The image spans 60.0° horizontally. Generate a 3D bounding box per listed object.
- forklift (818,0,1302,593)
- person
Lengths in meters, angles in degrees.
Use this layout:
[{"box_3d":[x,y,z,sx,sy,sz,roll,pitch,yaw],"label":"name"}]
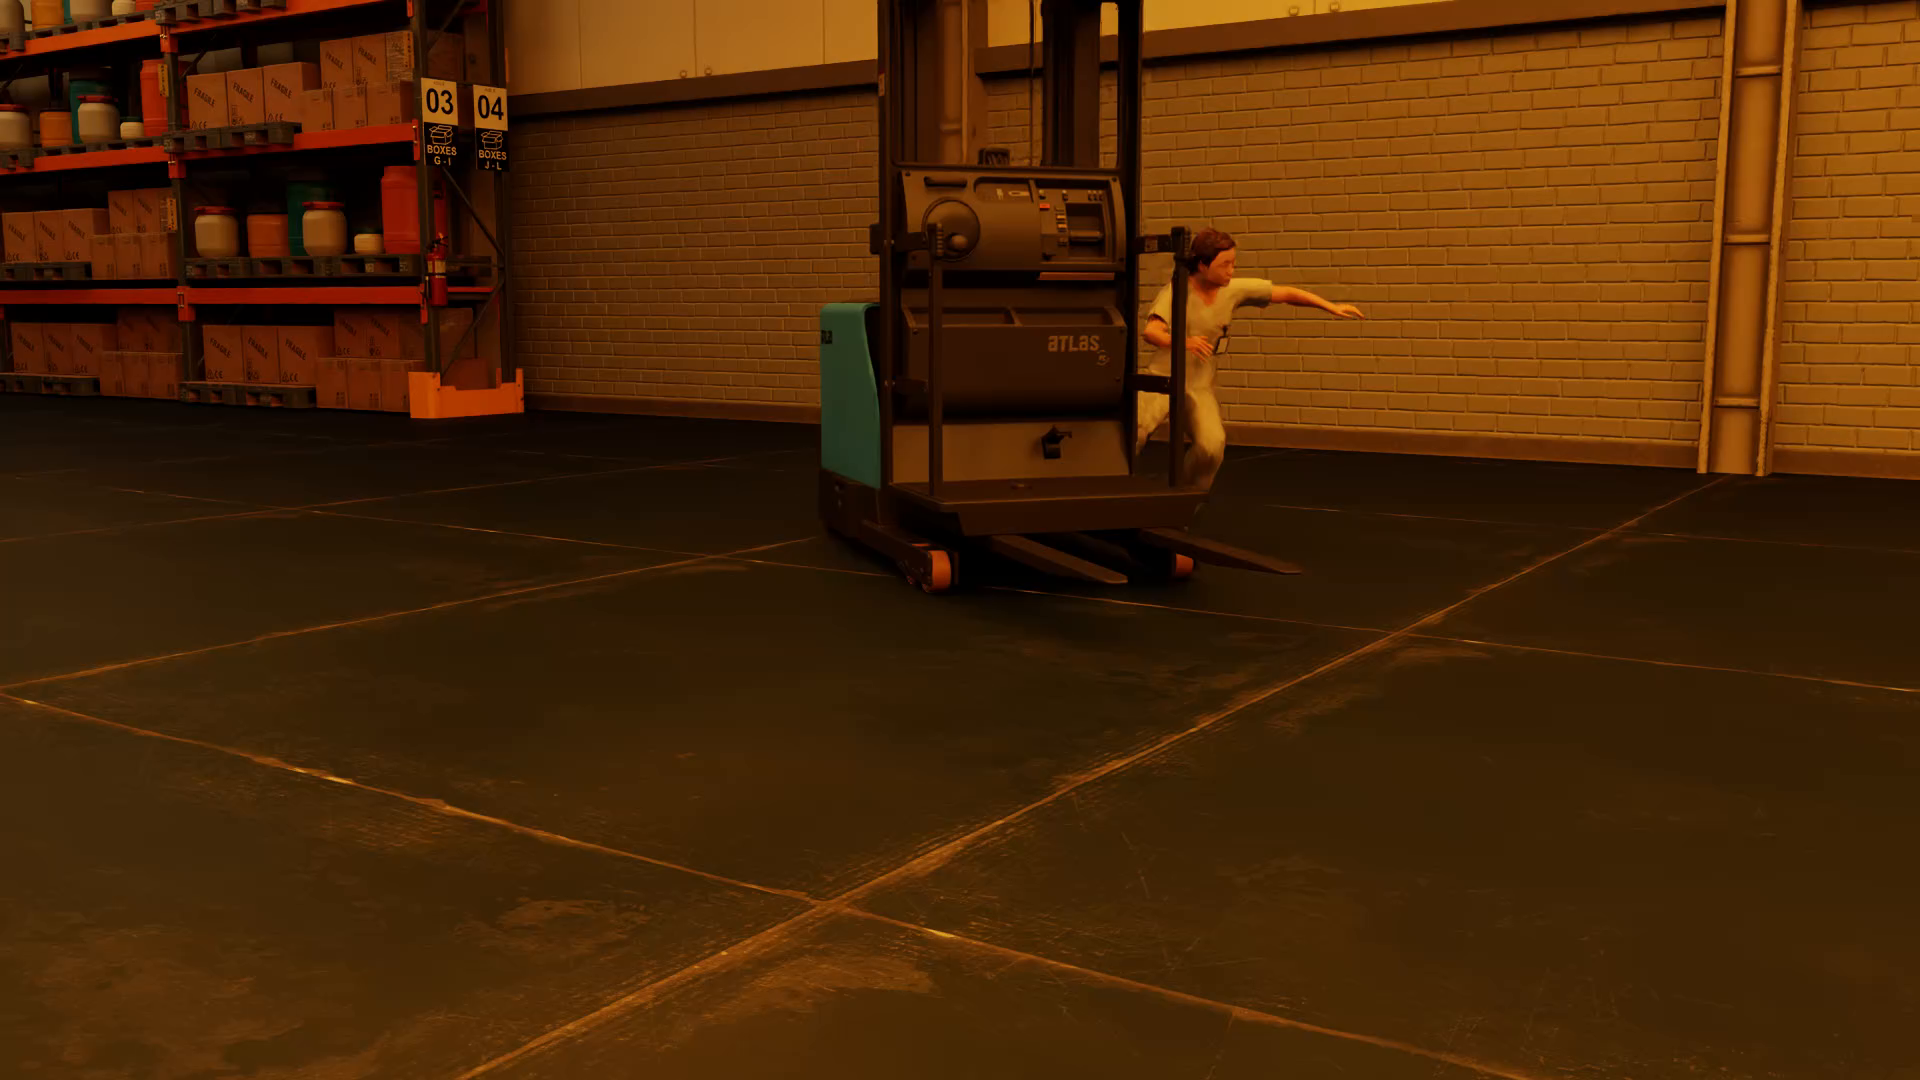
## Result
[{"box_3d":[0.291,-1.316,6.446,1.130,2.935,3.031,-3,9,-19],"label":"forklift"},{"box_3d":[1.066,-0.724,7.619,1.450,1.389,0.719,-3,9,-20],"label":"person"}]
